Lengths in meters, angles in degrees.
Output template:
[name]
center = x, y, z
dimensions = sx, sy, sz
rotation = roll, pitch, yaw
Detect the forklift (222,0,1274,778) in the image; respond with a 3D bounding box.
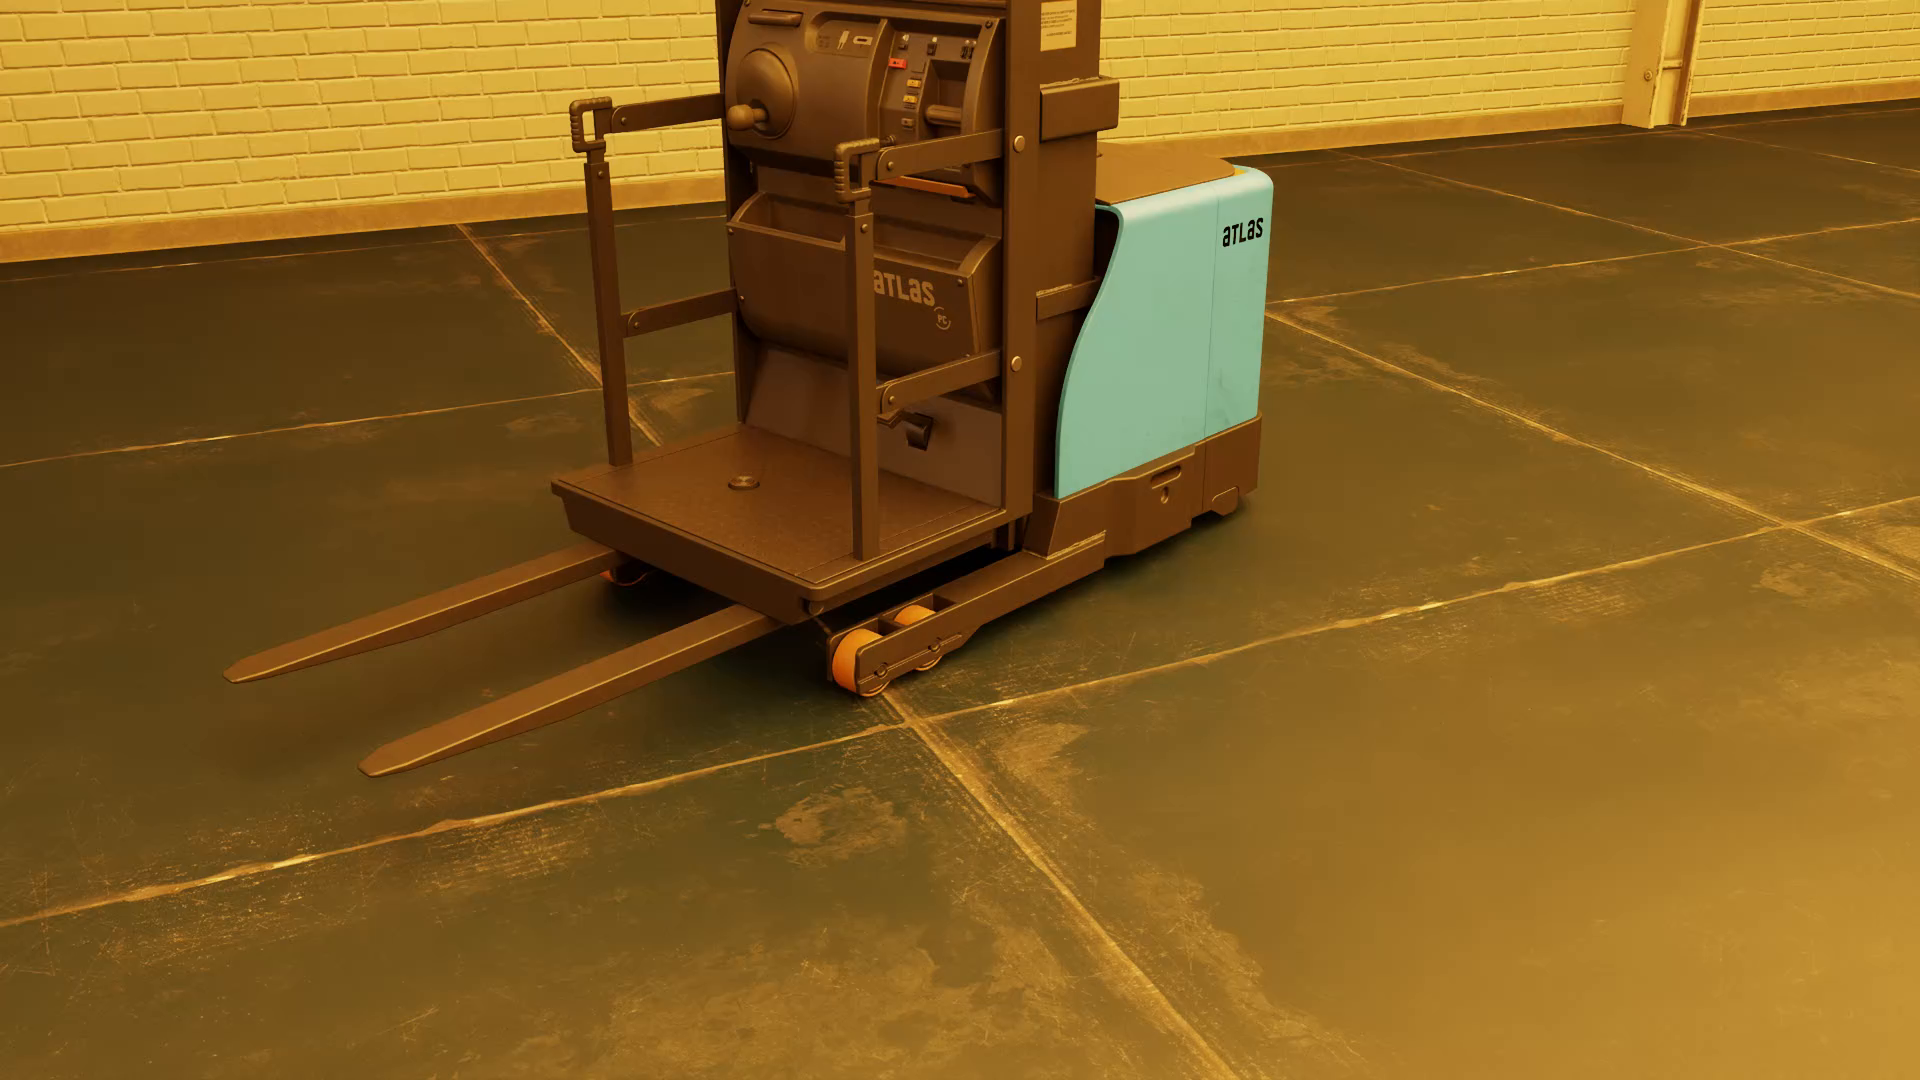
[forklift]
center = -0.413, -1.182, 4.131
dimensions = 1.130, 2.935, 3.031
rotation = 19, 29, 39
